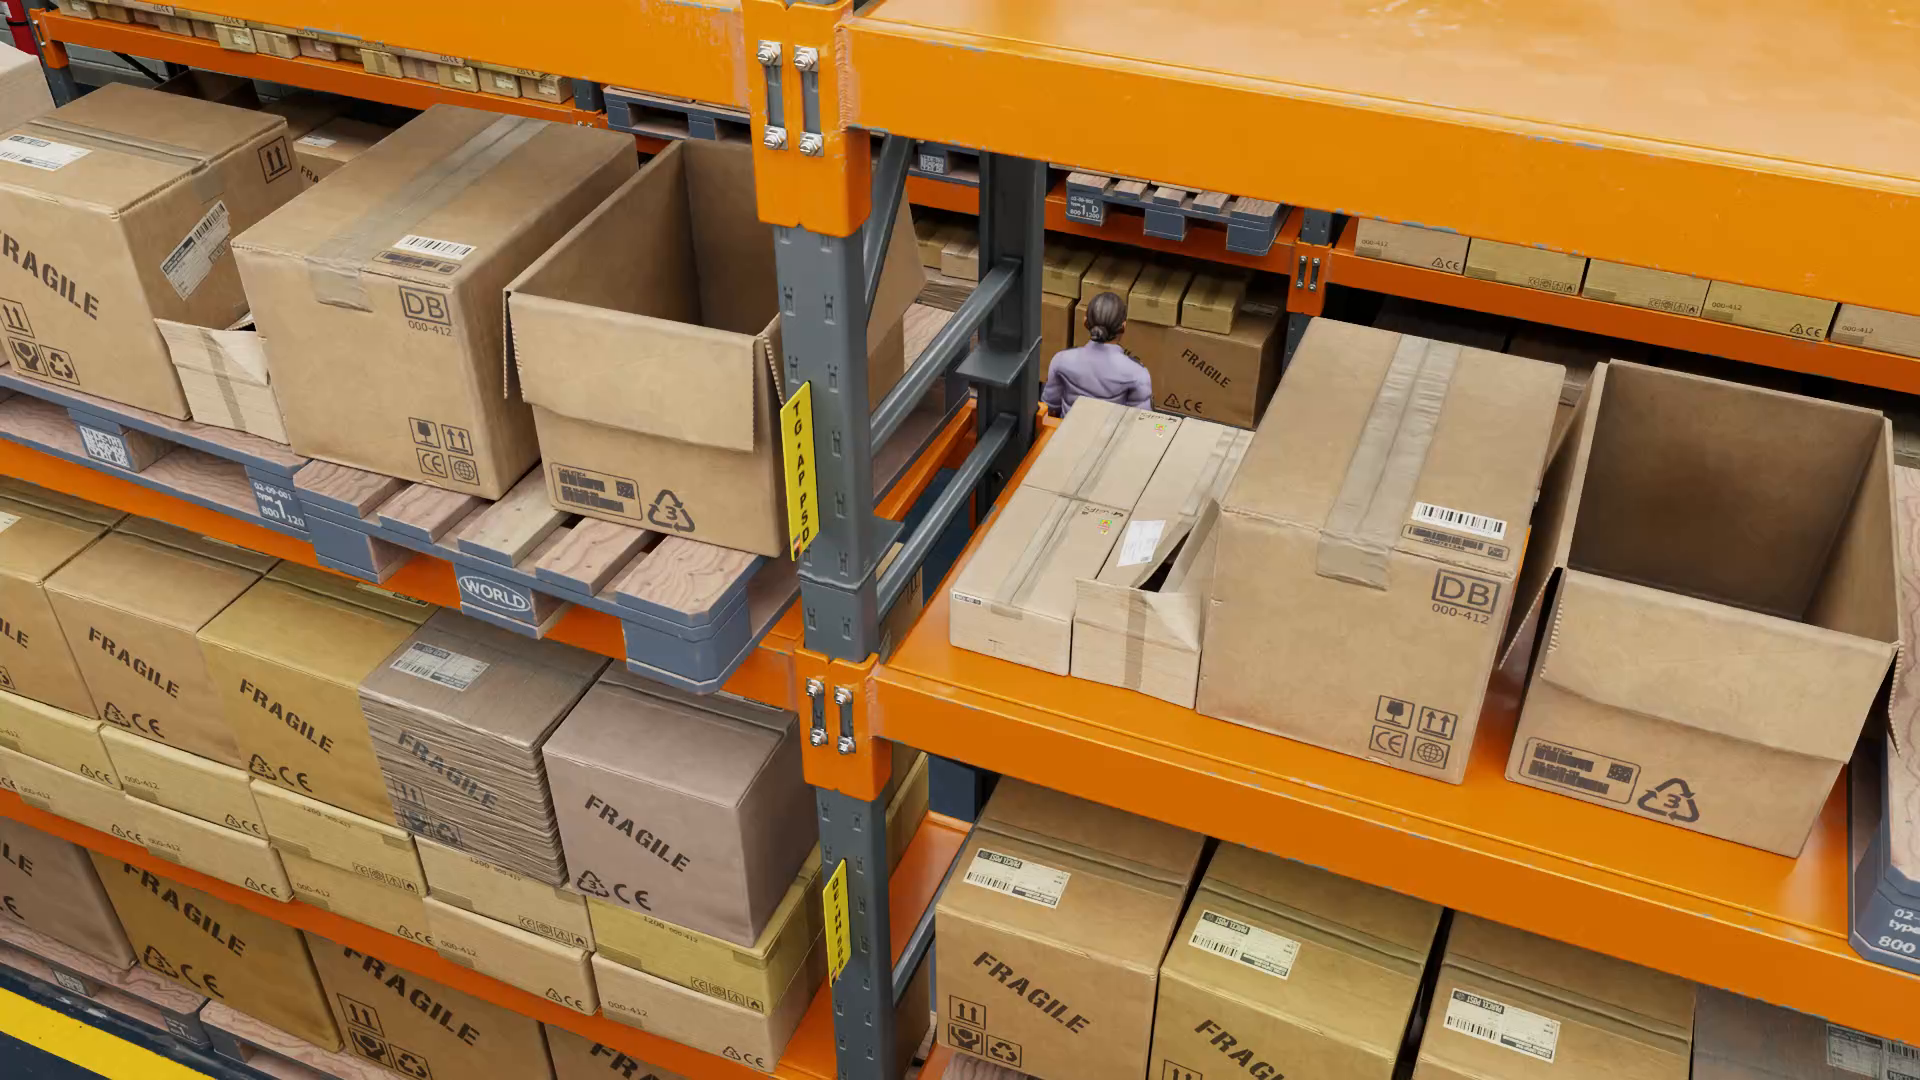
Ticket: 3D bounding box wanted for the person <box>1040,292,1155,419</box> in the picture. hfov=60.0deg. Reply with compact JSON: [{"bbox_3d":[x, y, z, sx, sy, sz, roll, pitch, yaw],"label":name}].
[{"bbox_3d":[0.599,-0.303,7.217,0.537,1.651,0.373,14,40,17],"label":"person"}]
